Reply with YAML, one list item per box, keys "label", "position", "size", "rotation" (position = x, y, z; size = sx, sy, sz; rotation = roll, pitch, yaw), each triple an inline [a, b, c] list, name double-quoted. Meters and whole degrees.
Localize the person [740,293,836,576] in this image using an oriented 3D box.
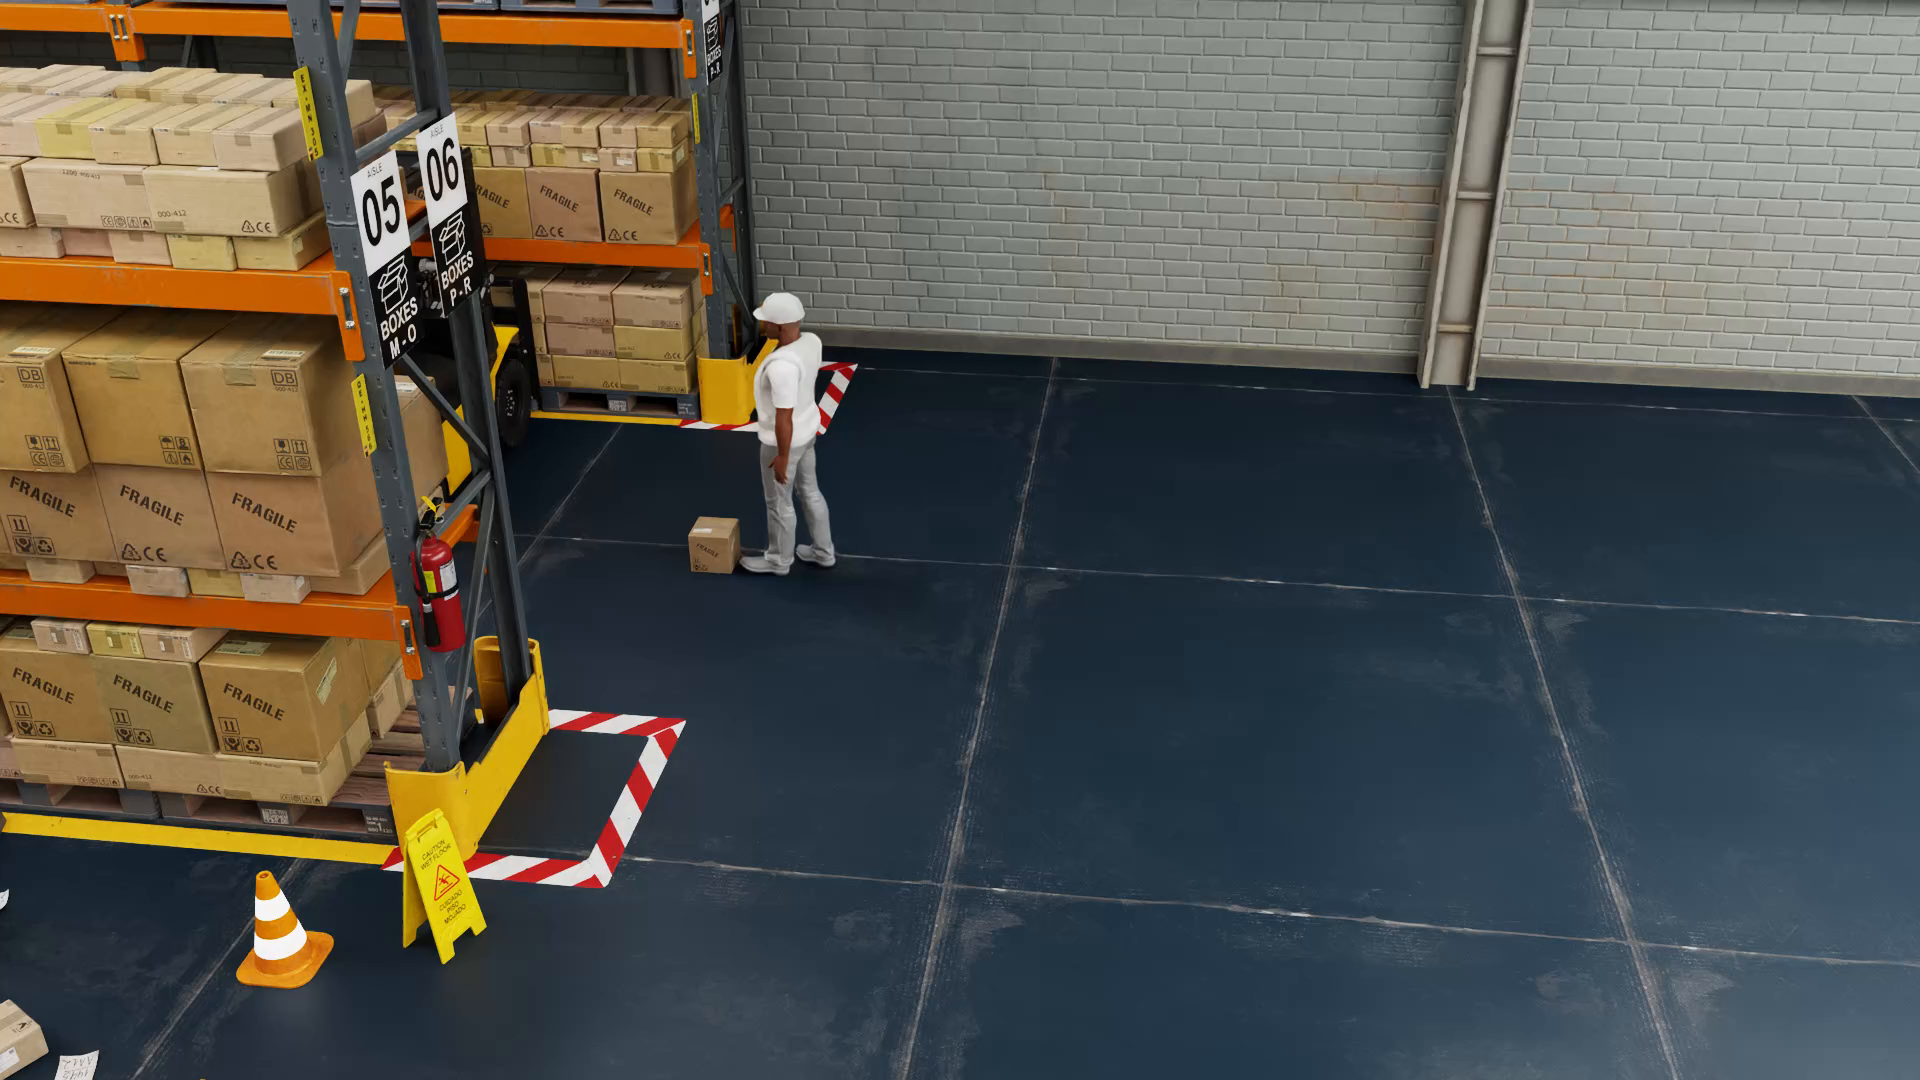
- label: "person"
  position: [-1.032, -0.620, 9.738]
  size: [0.548, 1.775, 0.600]
  rotation: [9, 29, 16]
